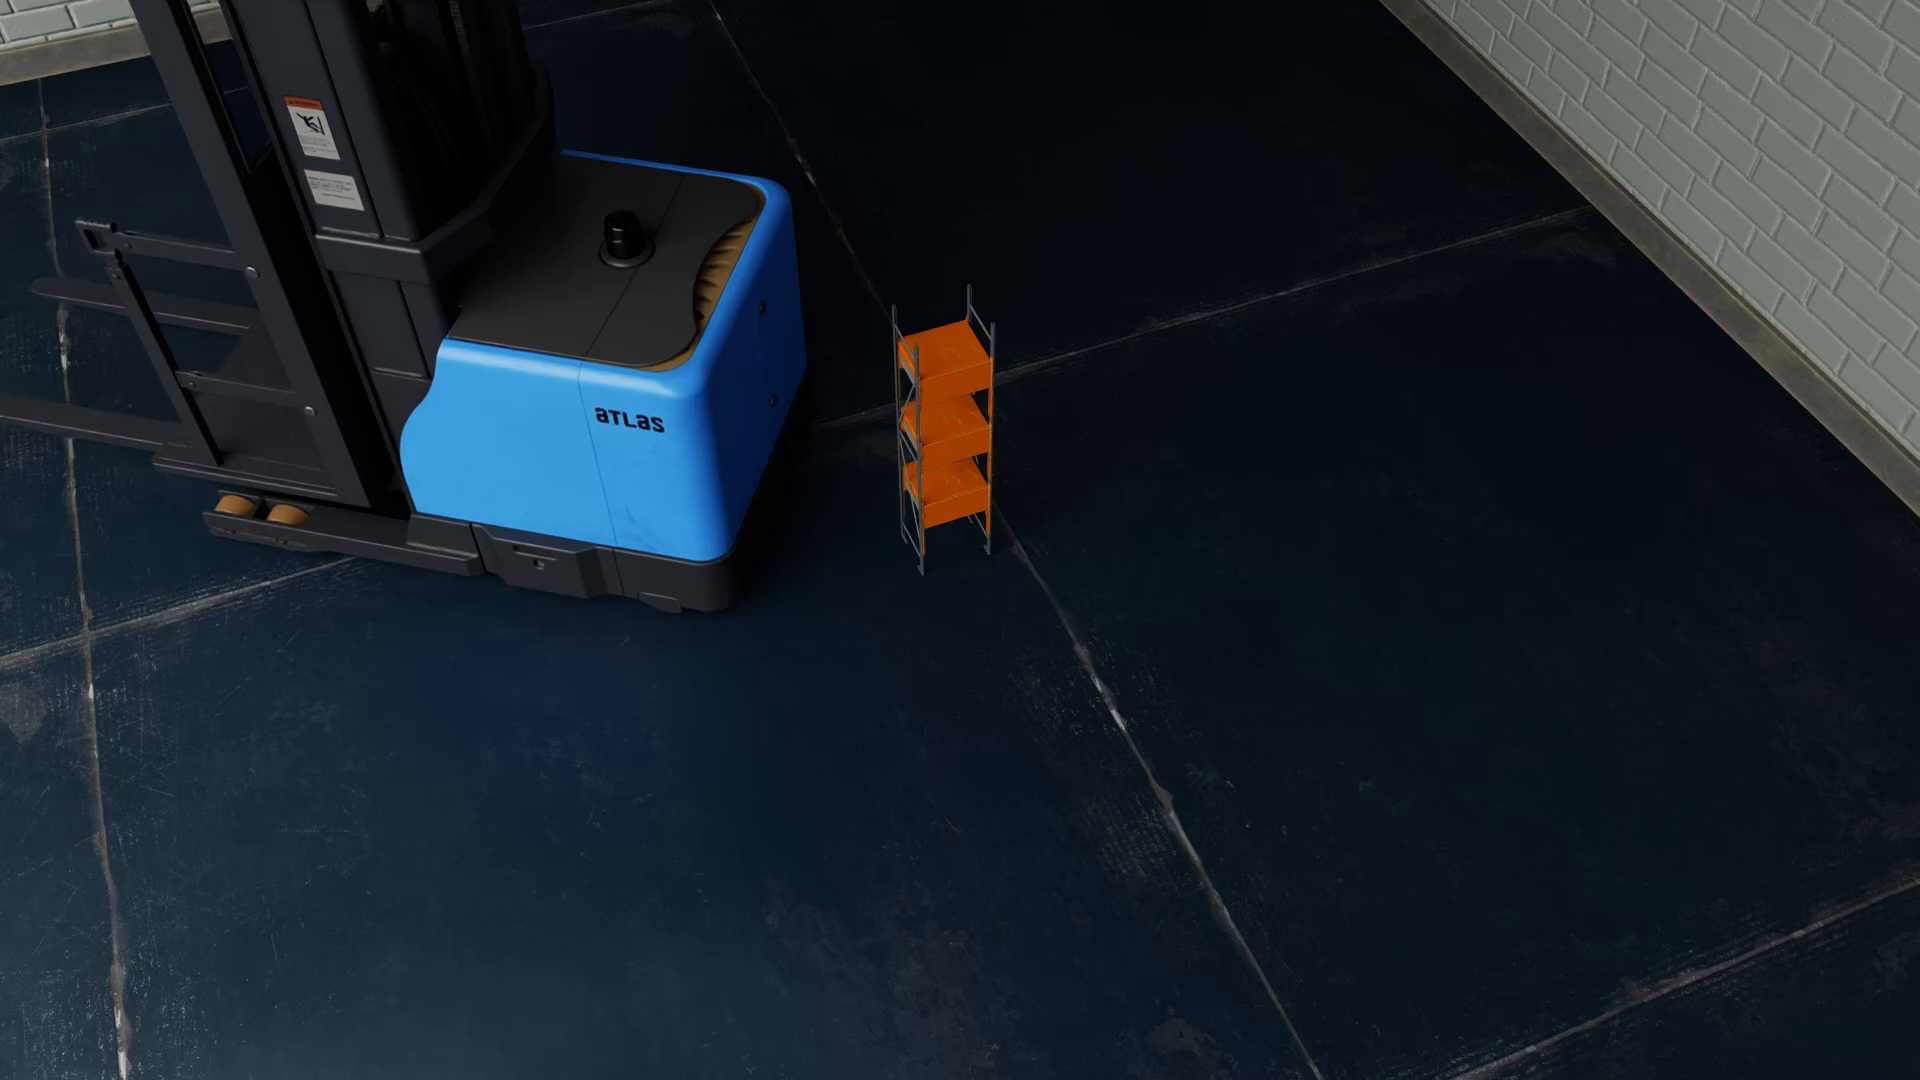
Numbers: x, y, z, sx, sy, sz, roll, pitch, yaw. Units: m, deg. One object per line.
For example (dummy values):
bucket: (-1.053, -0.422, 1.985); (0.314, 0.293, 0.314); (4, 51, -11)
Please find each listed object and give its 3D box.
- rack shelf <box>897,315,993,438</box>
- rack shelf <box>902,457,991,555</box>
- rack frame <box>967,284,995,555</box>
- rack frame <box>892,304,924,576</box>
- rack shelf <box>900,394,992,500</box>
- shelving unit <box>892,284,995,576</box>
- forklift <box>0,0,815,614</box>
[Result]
rack shelf: (-0.050, -0.505, 5.131); (0.240, 0.259, 0.215); (-17, 52, -14)
rack shelf: (-0.050, -0.139, 5.557); (0.240, 0.259, 0.215); (-17, 52, -14)
rack frame: (0.063, -0.362, 5.369); (0.008, 1.050, 0.200); (-17, 52, -14)
rack frame: (-0.162, -0.292, 5.308); (0.008, 1.050, 0.200); (-17, 52, -14)
rack shelf: (-0.050, -0.320, 5.347); (0.240, 0.259, 0.215); (-17, 52, -14)
shelving unit: (-0.050, -0.327, 5.339); (0.252, 1.050, 0.215); (-17, 52, -14)
forklift: (-2.099, -1.299, 4.934); (3.031, 2.935, 1.130); (10, 50, 8)
